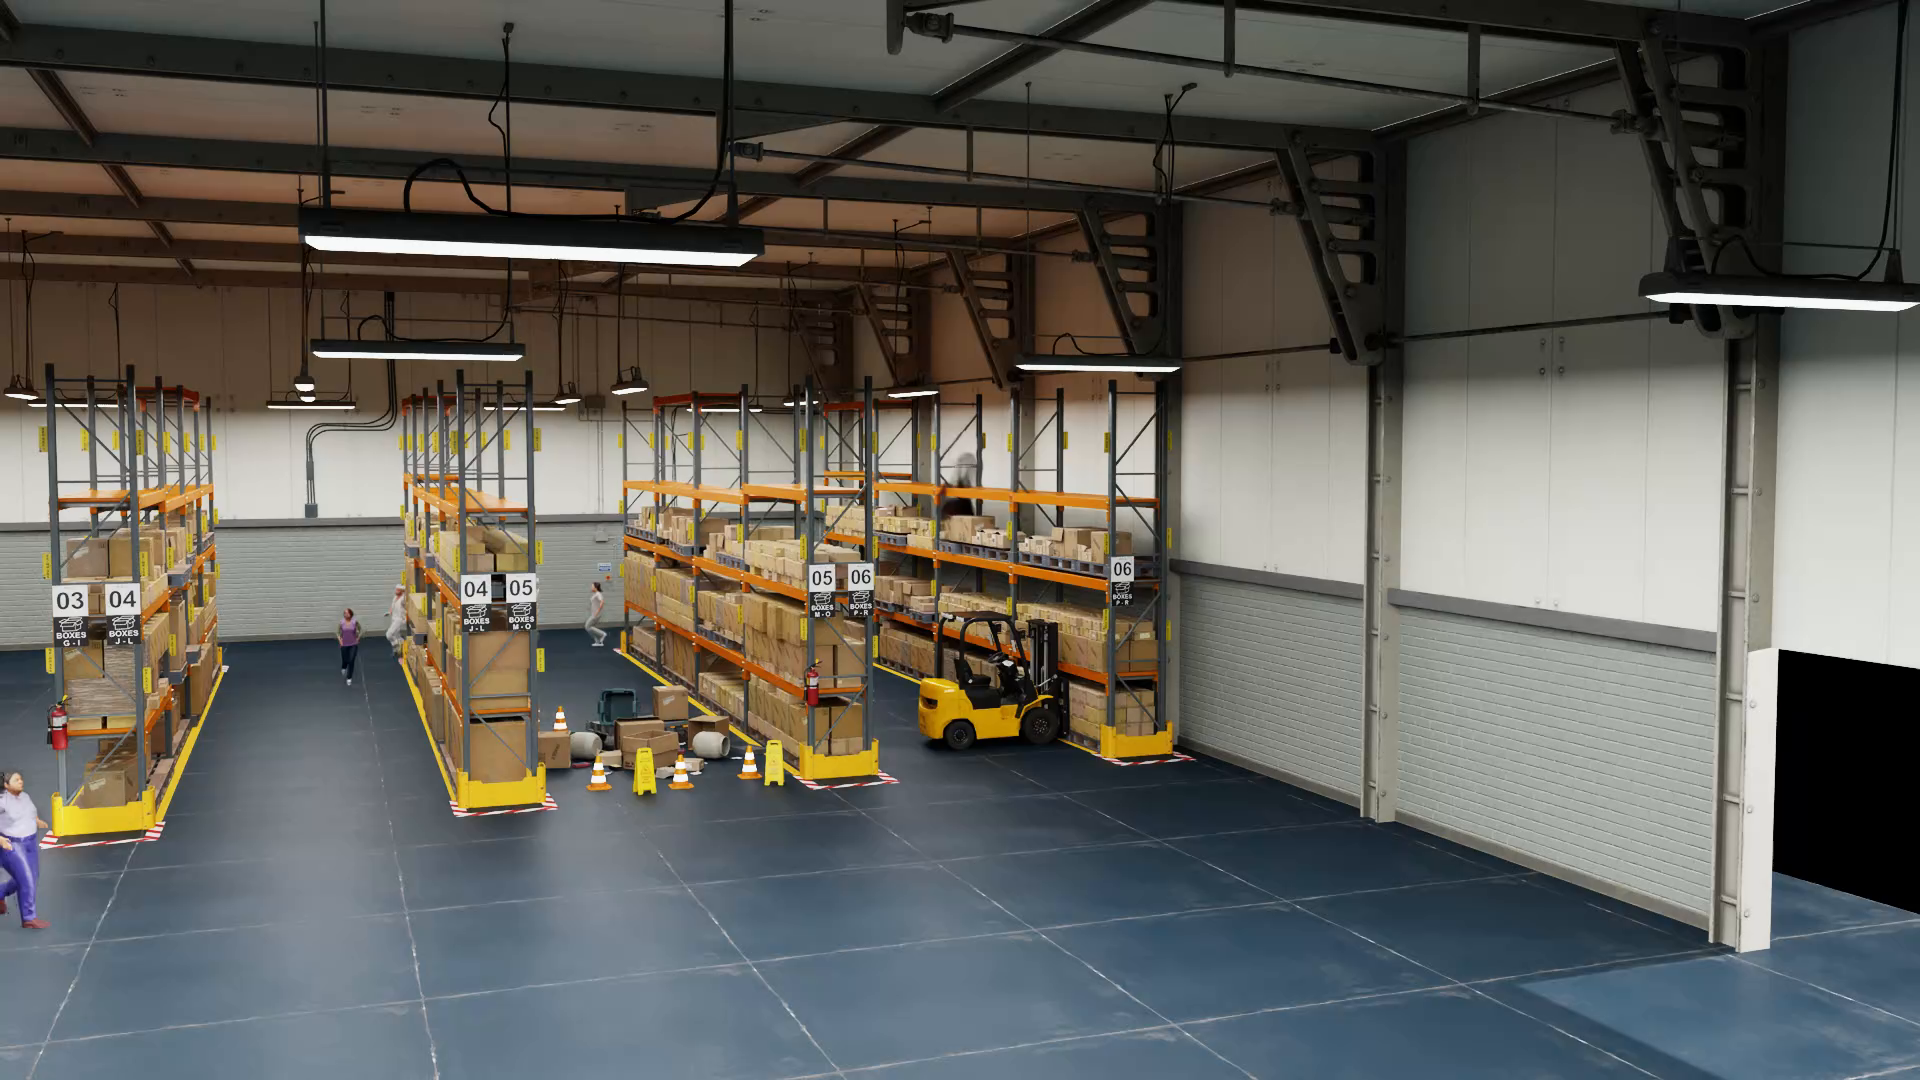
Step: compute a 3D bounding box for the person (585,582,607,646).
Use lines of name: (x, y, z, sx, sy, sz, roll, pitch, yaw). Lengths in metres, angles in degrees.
person: (-8.923, 1.823, 40.702, 0.530, 1.612, 0.660, -1, 3, -14)

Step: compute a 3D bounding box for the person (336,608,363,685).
person: (-12.728, 2.212, 34.694, 0.540, 1.570, 0.630, -1, 3, -17)

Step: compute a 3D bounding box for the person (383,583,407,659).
person: (-13.007, 1.830, 38.510, 0.638, 1.644, 0.720, -3, 5, -45)

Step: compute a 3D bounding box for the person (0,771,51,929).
person: (-9.774, 3.188, 17.192, 0.804, 1.613, 0.620, 1, 3, 11)
